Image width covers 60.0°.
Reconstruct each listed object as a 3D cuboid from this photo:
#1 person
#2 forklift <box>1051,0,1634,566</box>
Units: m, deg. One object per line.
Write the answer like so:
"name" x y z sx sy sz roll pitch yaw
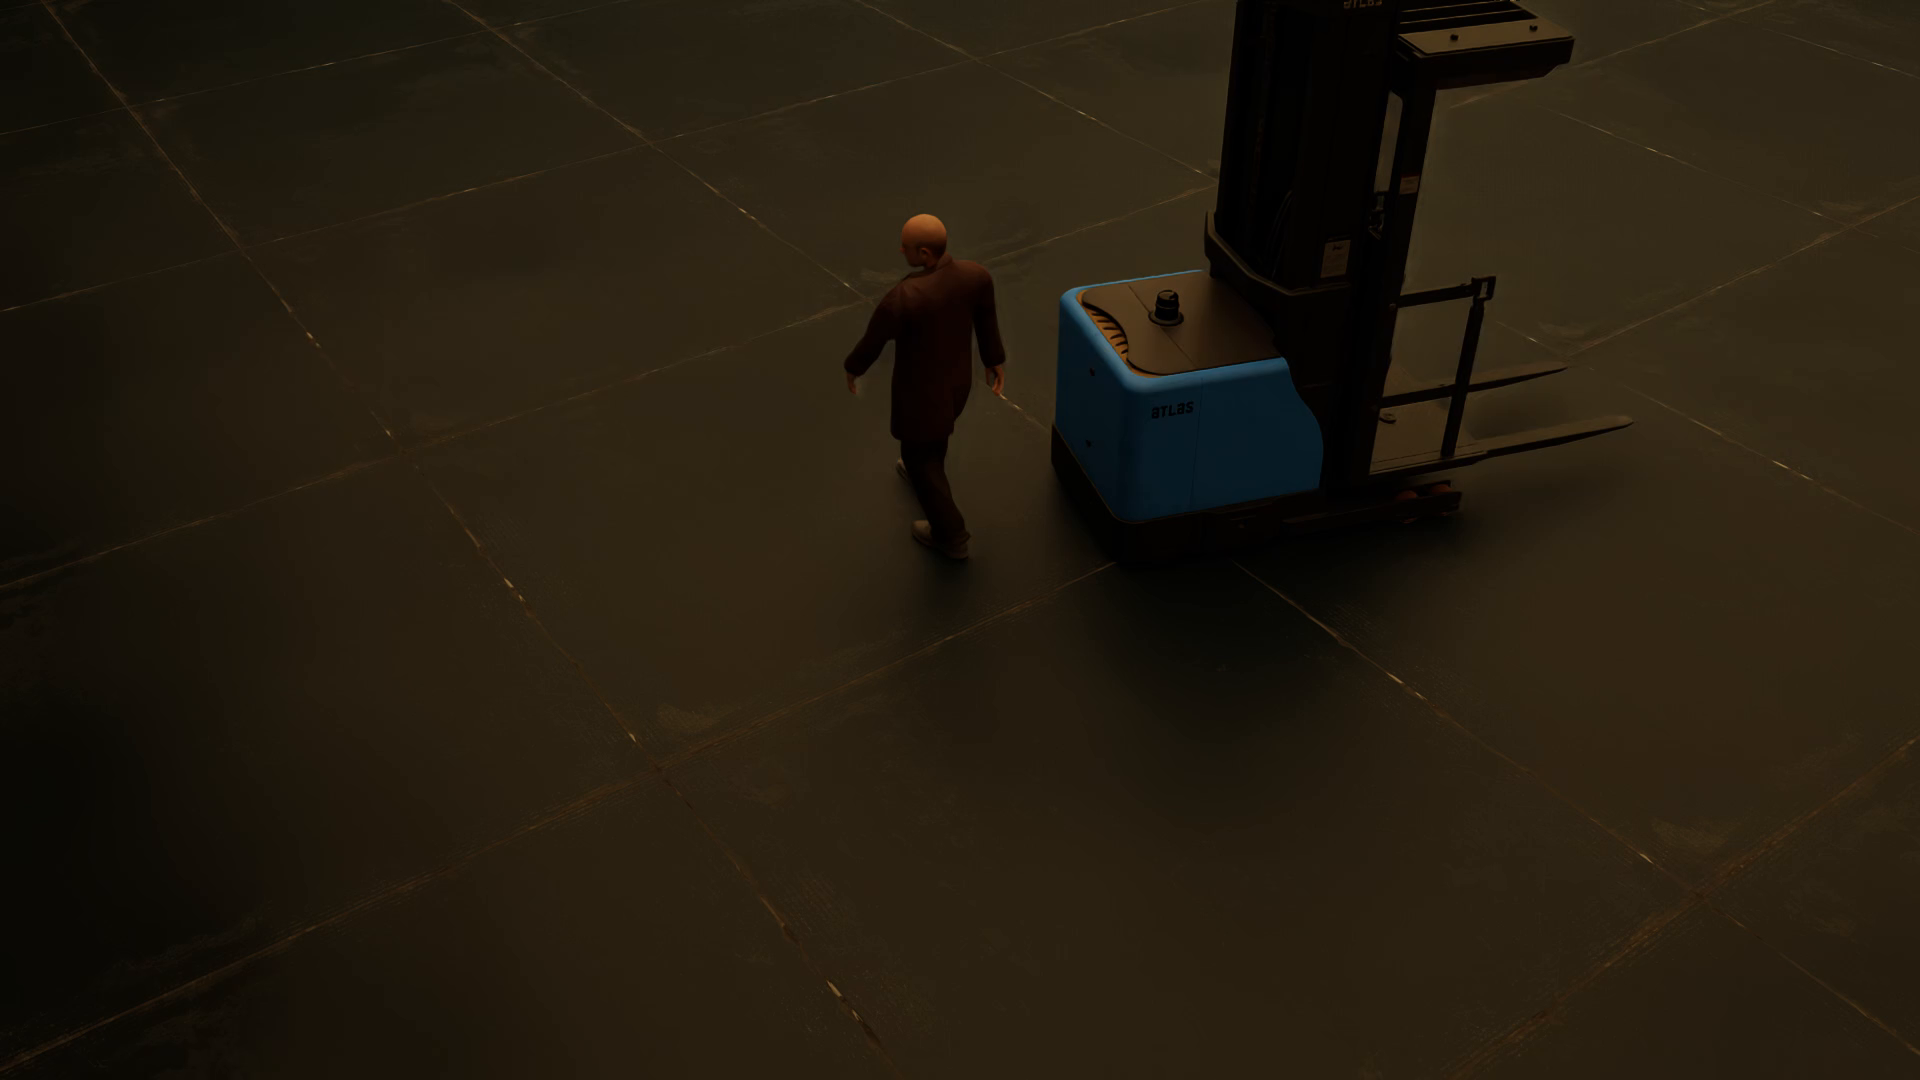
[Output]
"person" -0.165 -0.817 8.063 0.722 1.737 0.825 -28 45 -33
"forklift" 2.059 -1.555 8.048 3.031 2.935 1.130 -10 38 -14
